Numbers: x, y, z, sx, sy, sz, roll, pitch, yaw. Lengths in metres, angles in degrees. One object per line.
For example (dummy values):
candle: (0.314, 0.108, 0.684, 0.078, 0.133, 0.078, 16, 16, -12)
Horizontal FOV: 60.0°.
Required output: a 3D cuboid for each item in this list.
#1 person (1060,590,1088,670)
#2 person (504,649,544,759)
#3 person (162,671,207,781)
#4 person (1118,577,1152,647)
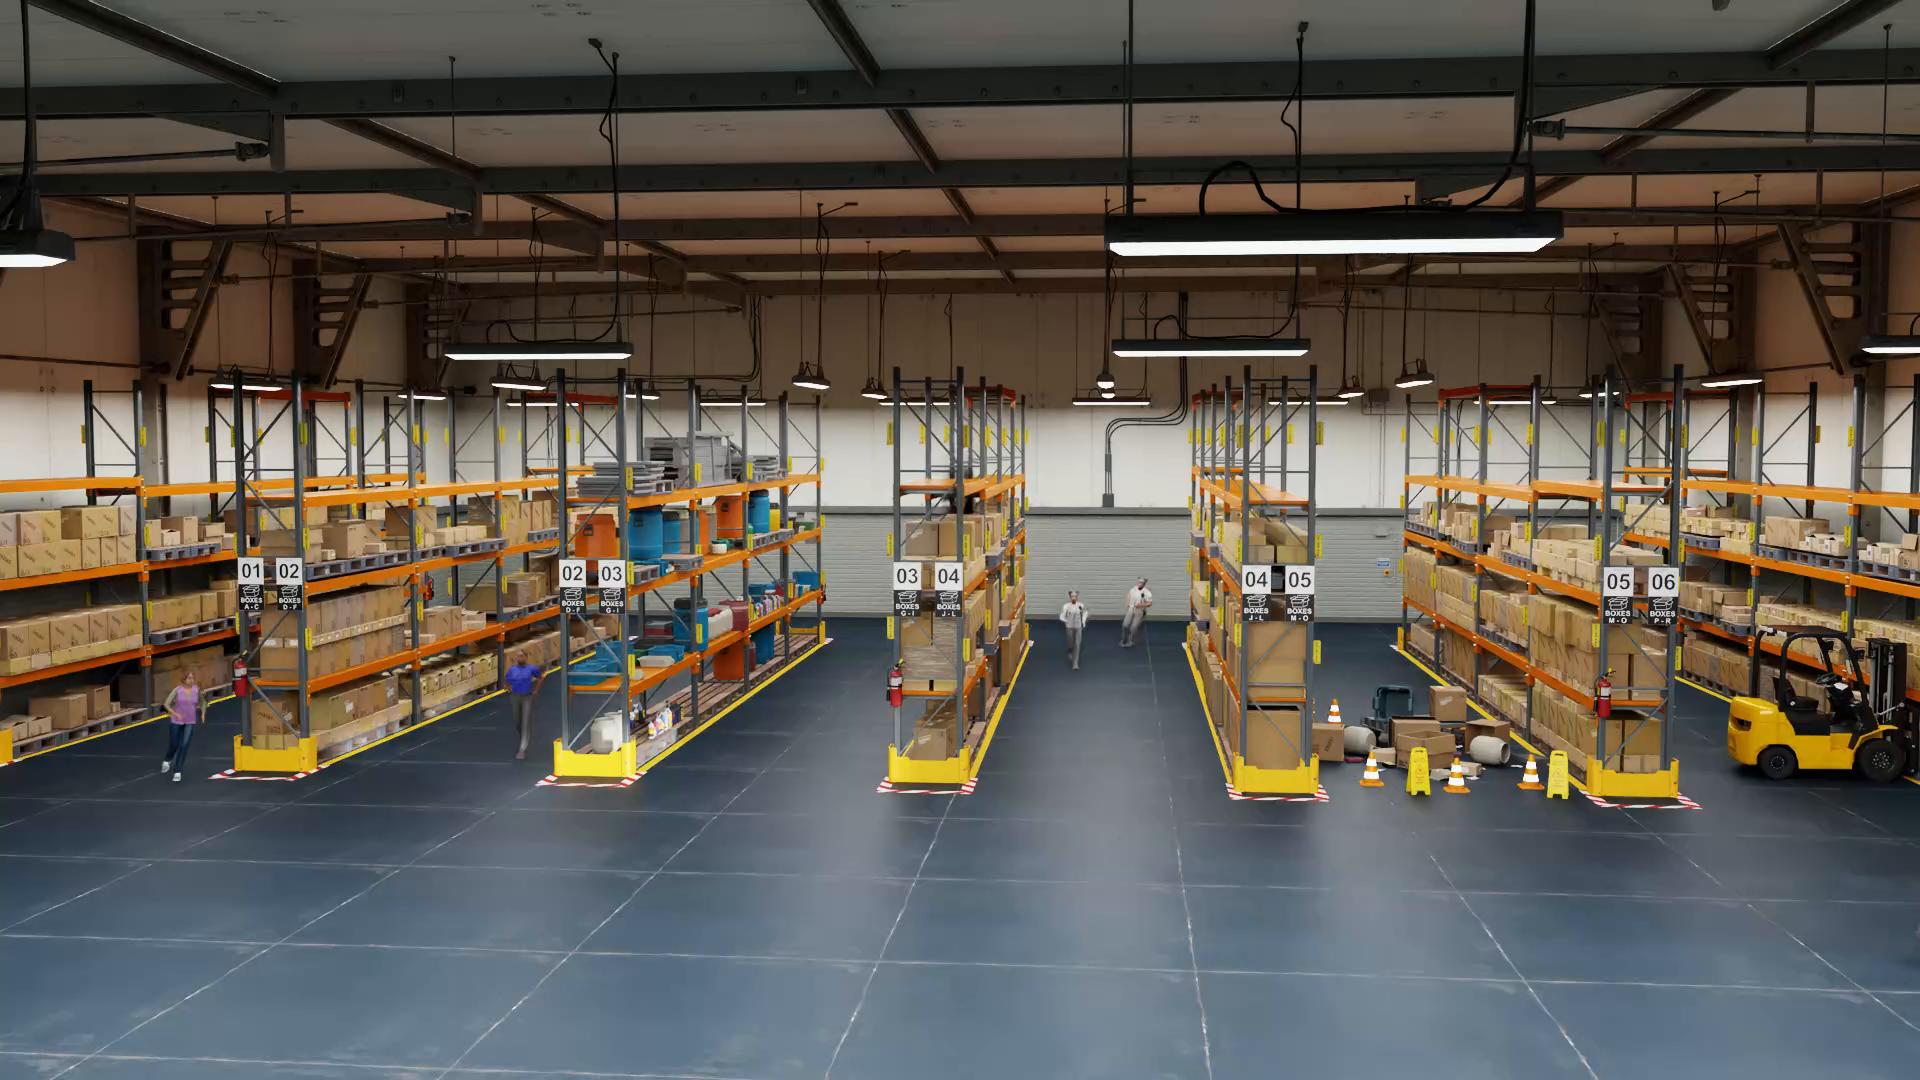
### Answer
person: (2.476, 1.926, 36.093, 0.617, 1.700, 0.882, 0, 4, 0)
person: (-6.865, 2.539, 26.094, 0.579, 1.657, 0.923, 0, 4, -1)
person: (-11.371, 2.706, 24.434, 0.605, 1.551, 0.736, -3, 4, -37)
person: (4.152, 1.727, 39.471, 0.819, 1.732, 0.681, 1, 4, 11)
